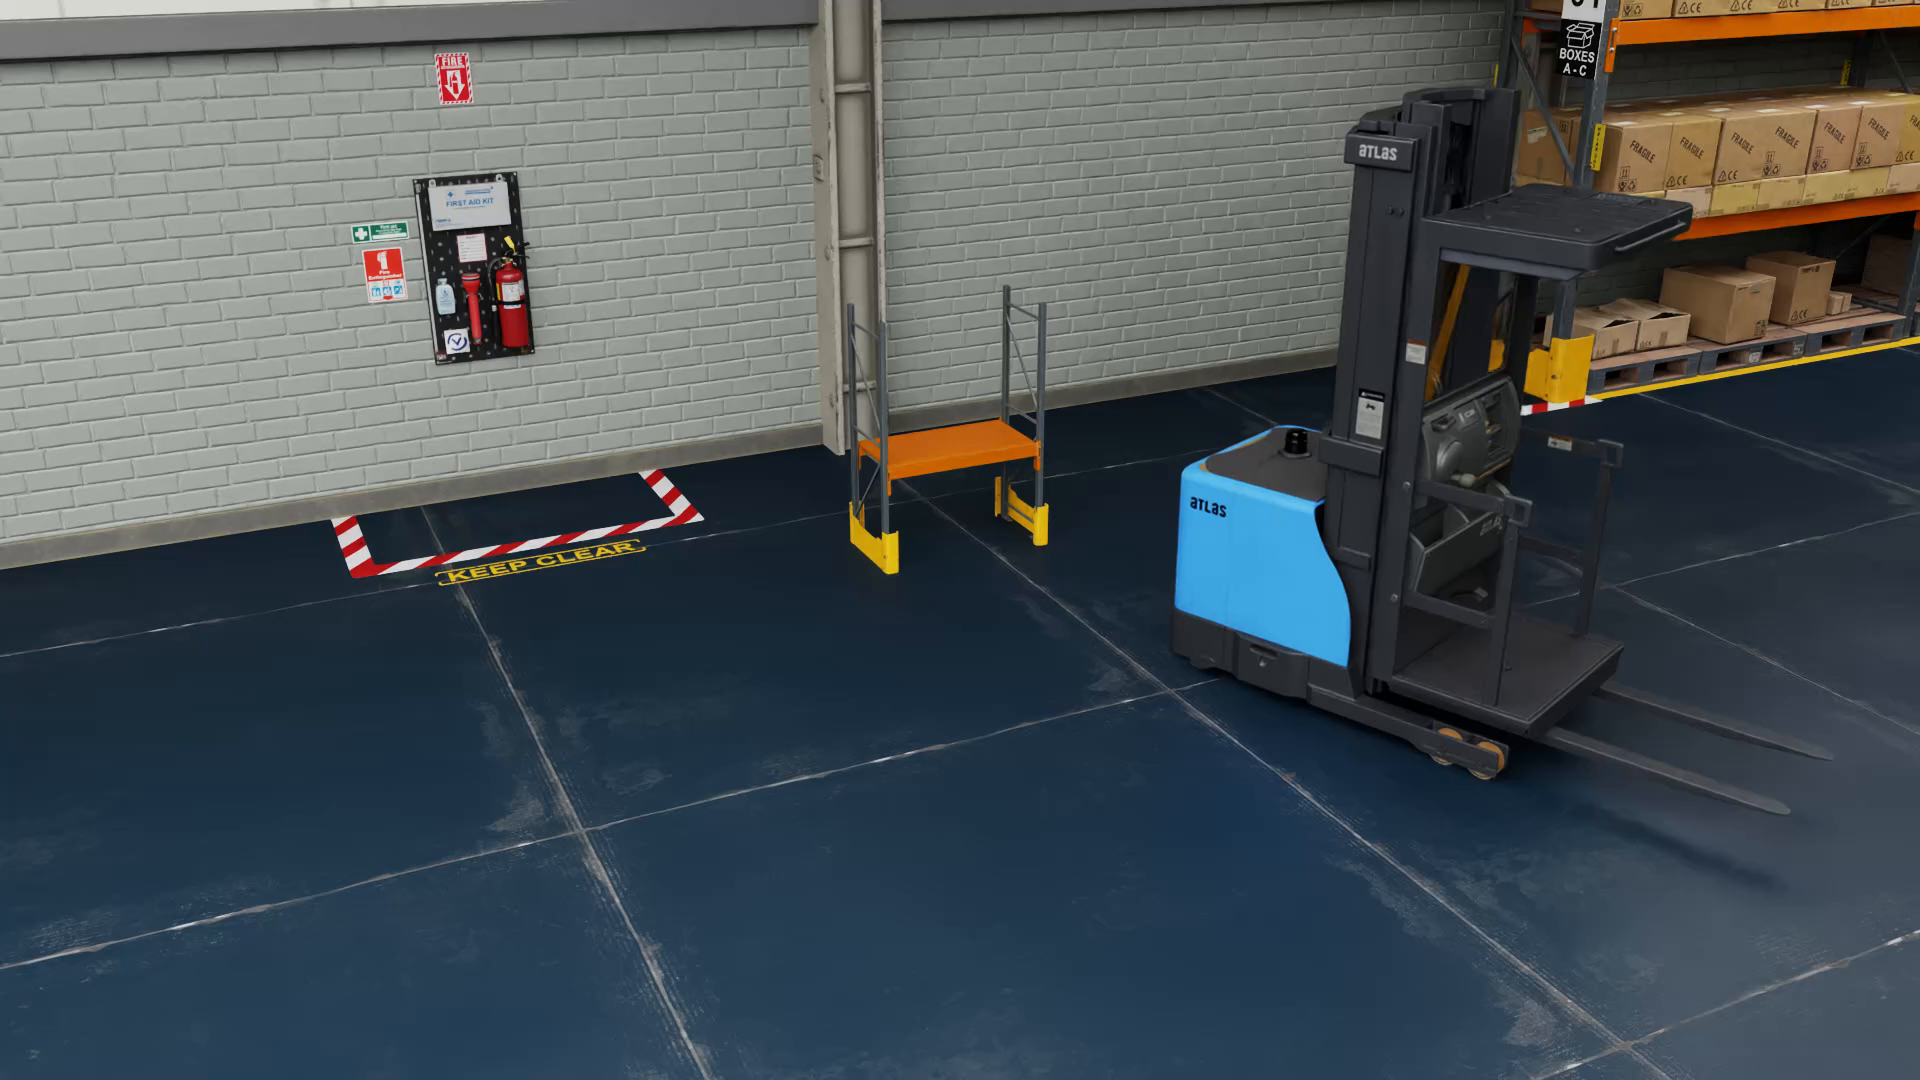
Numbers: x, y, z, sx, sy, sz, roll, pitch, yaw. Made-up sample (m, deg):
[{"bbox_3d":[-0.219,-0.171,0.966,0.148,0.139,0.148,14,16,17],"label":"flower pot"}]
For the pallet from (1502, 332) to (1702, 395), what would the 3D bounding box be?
[{"bbox_3d":[5.219,-1.494,13.583,1.213,0.211,1.003,-10,25,-24],"label":"pallet"}]

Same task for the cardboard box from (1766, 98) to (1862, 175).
[{"bbox_3d":[6.810,-3.248,13.363,0.500,0.500,0.500,-11,25,-25],"label":"cardboard box"}]

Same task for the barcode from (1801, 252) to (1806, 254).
[{"bbox_3d":[7.417,-2.500,14.642,0.075,0.075,0.001,-10,25,-24],"label":"barcode"}]

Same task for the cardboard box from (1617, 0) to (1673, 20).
[{"bbox_3d":[4.813,-4.058,12.052,0.500,0.500,0.500,-10,24,-22],"label":"cardboard box"}]

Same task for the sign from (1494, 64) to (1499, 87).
[{"bbox_3d":[4.181,-3.523,12.911,0.005,0.325,0.100,-10,25,-24],"label":"sign"}]

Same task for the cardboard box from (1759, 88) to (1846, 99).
[{"bbox_3d":[7.026,-3.507,13.989,0.500,0.500,0.500,-11,25,-24],"label":"cardboard box"}]

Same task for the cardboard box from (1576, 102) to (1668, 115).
[{"bbox_3d":[5.194,-3.165,13.164,0.500,0.500,0.500,-10,25,-23],"label":"cardboard box"}]

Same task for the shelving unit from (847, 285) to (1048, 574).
[{"bbox_3d":[-0.069,-0.680,9.933,1.083,1.500,0.587,-10,25,-24],"label":"shelving unit"}]

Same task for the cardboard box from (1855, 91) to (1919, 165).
[{"bbox_3d":[7.716,-3.412,13.761,0.500,0.500,0.500,-10,25,-24],"label":"cardboard box"}]

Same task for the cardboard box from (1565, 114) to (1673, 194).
[{"bbox_3d":[4.964,-2.909,12.546,0.500,0.500,0.500,-10,25,-24],"label":"cardboard box"}]

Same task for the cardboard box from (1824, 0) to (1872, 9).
[{"bbox_3d":[6.716,-4.399,12.876,0.500,0.500,0.500,-11,25,-26],"label":"cardboard box"}]

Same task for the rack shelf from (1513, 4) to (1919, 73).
[{"bbox_3d":[6.205,-4.032,13.089,4.000,0.370,1.077,-10,25,-24],"label":"rack shelf"}]

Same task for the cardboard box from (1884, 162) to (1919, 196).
[{"bbox_3d":[7.712,-3.068,13.909,0.500,0.250,0.500,-10,25,-23],"label":"cardboard box"}]

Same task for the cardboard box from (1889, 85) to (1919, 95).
[{"bbox_3d":[8.481,-3.633,14.398,0.500,0.500,0.700,-10,25,-23],"label":"cardboard box"}]

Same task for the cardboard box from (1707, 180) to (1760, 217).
[{"bbox_3d":[5.904,-2.732,13.098,0.500,0.250,0.500,-11,25,-24],"label":"cardboard box"}]

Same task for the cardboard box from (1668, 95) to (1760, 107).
[{"bbox_3d":[6.111,-3.336,13.577,0.500,0.500,0.500,-10,25,-23],"label":"cardboard box"}]

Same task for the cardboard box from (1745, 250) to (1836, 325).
[{"bbox_3d":[7.090,-2.173,14.271,0.500,0.500,0.500,-12,26,-28],"label":"cardboard box"}]

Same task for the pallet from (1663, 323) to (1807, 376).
[{"bbox_3d":[6.317,-1.695,14.068,1.213,0.211,1.003,-10,25,-24],"label":"pallet"}]

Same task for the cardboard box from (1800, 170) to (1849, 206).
[{"bbox_3d":[6.813,-2.899,13.502,0.500,0.250,0.500,-11,25,-24],"label":"cardboard box"}]

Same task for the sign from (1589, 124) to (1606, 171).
[{"bbox_3d":[4.639,-2.860,12.106,0.005,0.325,0.100,-10,25,-24],"label":"sign"}]

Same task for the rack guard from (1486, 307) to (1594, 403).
[{"bbox_3d":[4.472,-1.505,13.232,0.348,0.500,1.175,-10,25,-24],"label":"rack guard"}]

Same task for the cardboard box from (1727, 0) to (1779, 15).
[{"bbox_3d":[5.779,-4.222,12.449,0.500,0.500,0.500,-9,24,-21],"label":"cardboard box"}]

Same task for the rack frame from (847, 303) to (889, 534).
[{"bbox_3d":[-0.535,-0.595,9.725,0.032,1.500,0.500,-10,25,-24],"label":"rack frame"}]

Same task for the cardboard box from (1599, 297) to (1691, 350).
[{"bbox_3d":[5.579,-1.786,13.584,0.500,0.311,0.500,-8,24,-19],"label":"cardboard box"}]

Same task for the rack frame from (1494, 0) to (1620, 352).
[{"bbox_3d":[4.403,-2.647,12.723,0.127,3.000,1.000,-10,25,-24],"label":"rack frame"}]

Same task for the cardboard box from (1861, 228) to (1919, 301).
[{"bbox_3d":[8.664,-2.487,15.029,0.500,0.500,0.700,-10,24,-22],"label":"cardboard box"}]

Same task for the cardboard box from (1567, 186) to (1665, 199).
[{"bbox_3d":[4.981,-2.559,12.679,0.500,0.250,0.500,-11,25,-25],"label":"cardboard box"}]

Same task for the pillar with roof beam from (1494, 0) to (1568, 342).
[{"bbox_3d":[6.526,-4.350,8.992,0.400,9.000,9.100,-10,25,-24],"label":"pillar with roof beam"}]

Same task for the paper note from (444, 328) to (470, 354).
[{"bbox_3d":[-3.180,-1.257,10.516,0.142,0.148,0.016,-10,25,-24],"label":"paper note"}]

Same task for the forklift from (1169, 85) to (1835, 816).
[{"bbox_3d":[2.529,-0.487,7.593,3.031,2.935,1.130,19,29,38],"label":"forklift"}]

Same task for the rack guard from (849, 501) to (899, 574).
[{"bbox_3d":[-0.517,-0.020,9.972,0.087,0.250,0.587,-10,25,-24],"label":"rack guard"}]

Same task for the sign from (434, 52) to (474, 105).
[{"bbox_3d":[-3.041,-2.773,9.997,0.199,0.298,0.001,-10,25,-24],"label":"sign"}]

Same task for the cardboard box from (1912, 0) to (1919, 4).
[{"bbox_3d":[7.657,-4.583,13.320,0.500,0.500,0.500,-10,24,-22],"label":"cardboard box"}]

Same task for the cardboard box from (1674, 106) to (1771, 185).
[{"bbox_3d":[5.882,-3.071,12.937,0.500,0.500,0.500,-11,25,-25],"label":"cardboard box"}]
